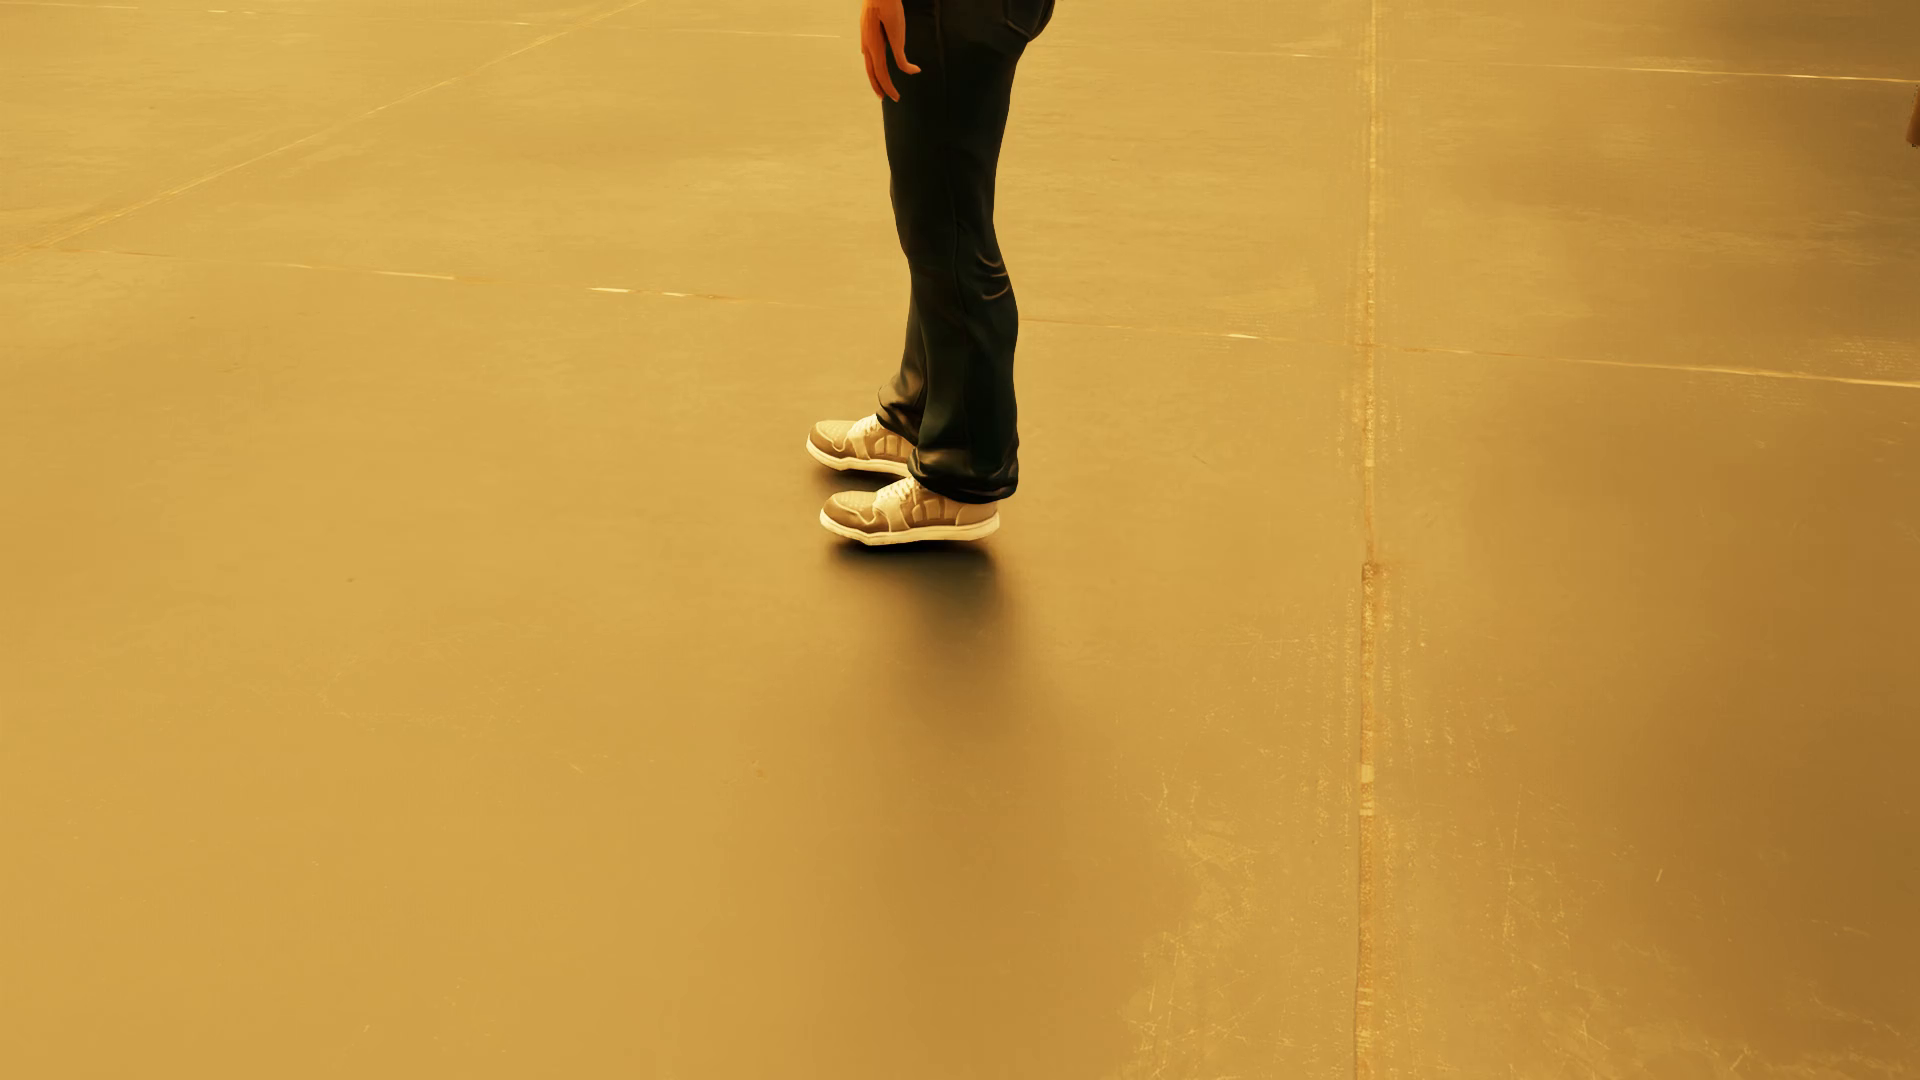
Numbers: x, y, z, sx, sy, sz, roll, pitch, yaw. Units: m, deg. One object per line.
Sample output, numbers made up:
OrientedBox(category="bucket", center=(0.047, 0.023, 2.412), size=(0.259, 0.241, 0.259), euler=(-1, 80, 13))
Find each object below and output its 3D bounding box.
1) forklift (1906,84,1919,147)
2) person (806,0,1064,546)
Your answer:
OrientedBox(category="forklift", center=(4.057, -2.477, 4.156), size=(3.031, 2.935, 1.130), euler=(-16, 31, -28))
OrientedBox(category="person", center=(-0.070, -0.733, 2.164), size=(0.473, 1.599, 0.520), euler=(6, 27, 11))
